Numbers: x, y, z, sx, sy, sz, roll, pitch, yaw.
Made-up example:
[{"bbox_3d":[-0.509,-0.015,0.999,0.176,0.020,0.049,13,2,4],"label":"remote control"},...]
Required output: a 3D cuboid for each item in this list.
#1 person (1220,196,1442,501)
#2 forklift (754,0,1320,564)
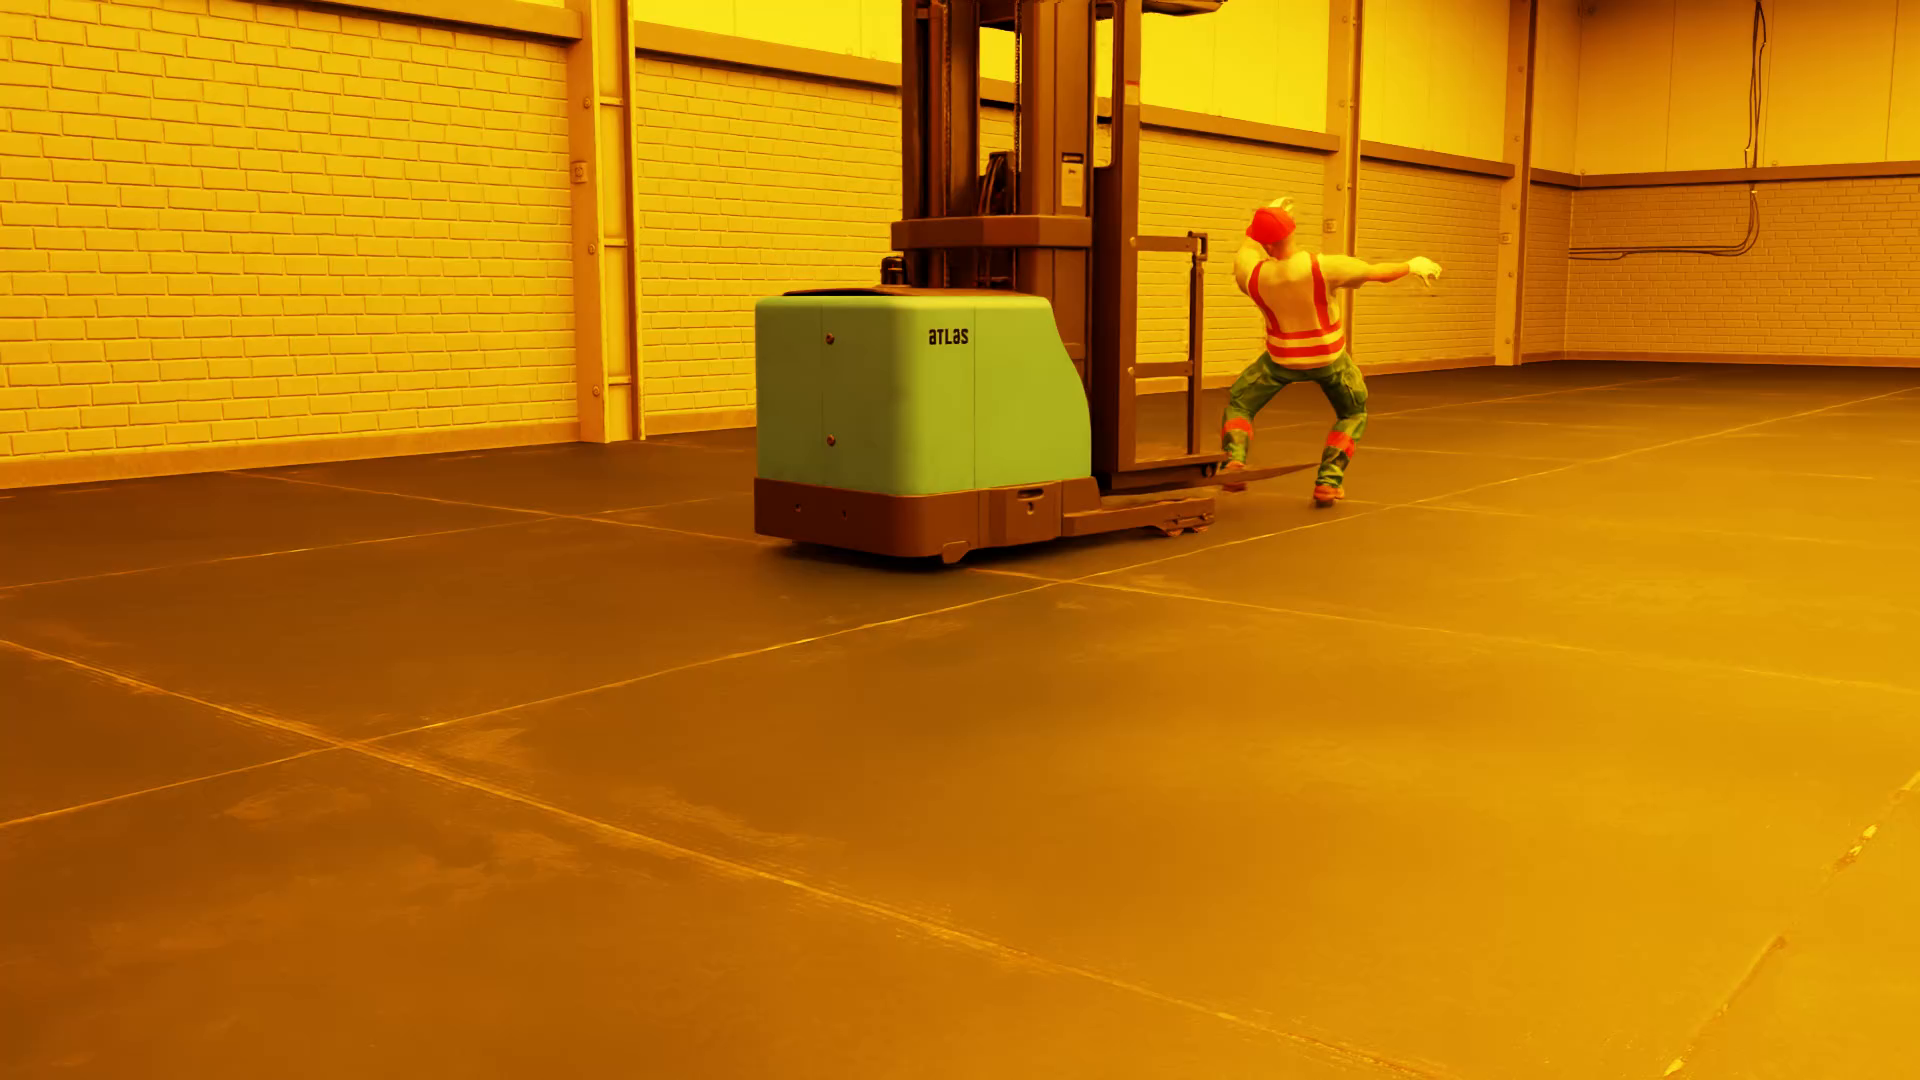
[{"bbox_3d":[1.899,-0.980,8.504,1.105,1.565,0.725,1,8,8],"label":"person"},{"bbox_3d":[0.535,-1.511,7.608,3.031,2.935,1.130,-8,11,-43],"label":"forklift"}]
